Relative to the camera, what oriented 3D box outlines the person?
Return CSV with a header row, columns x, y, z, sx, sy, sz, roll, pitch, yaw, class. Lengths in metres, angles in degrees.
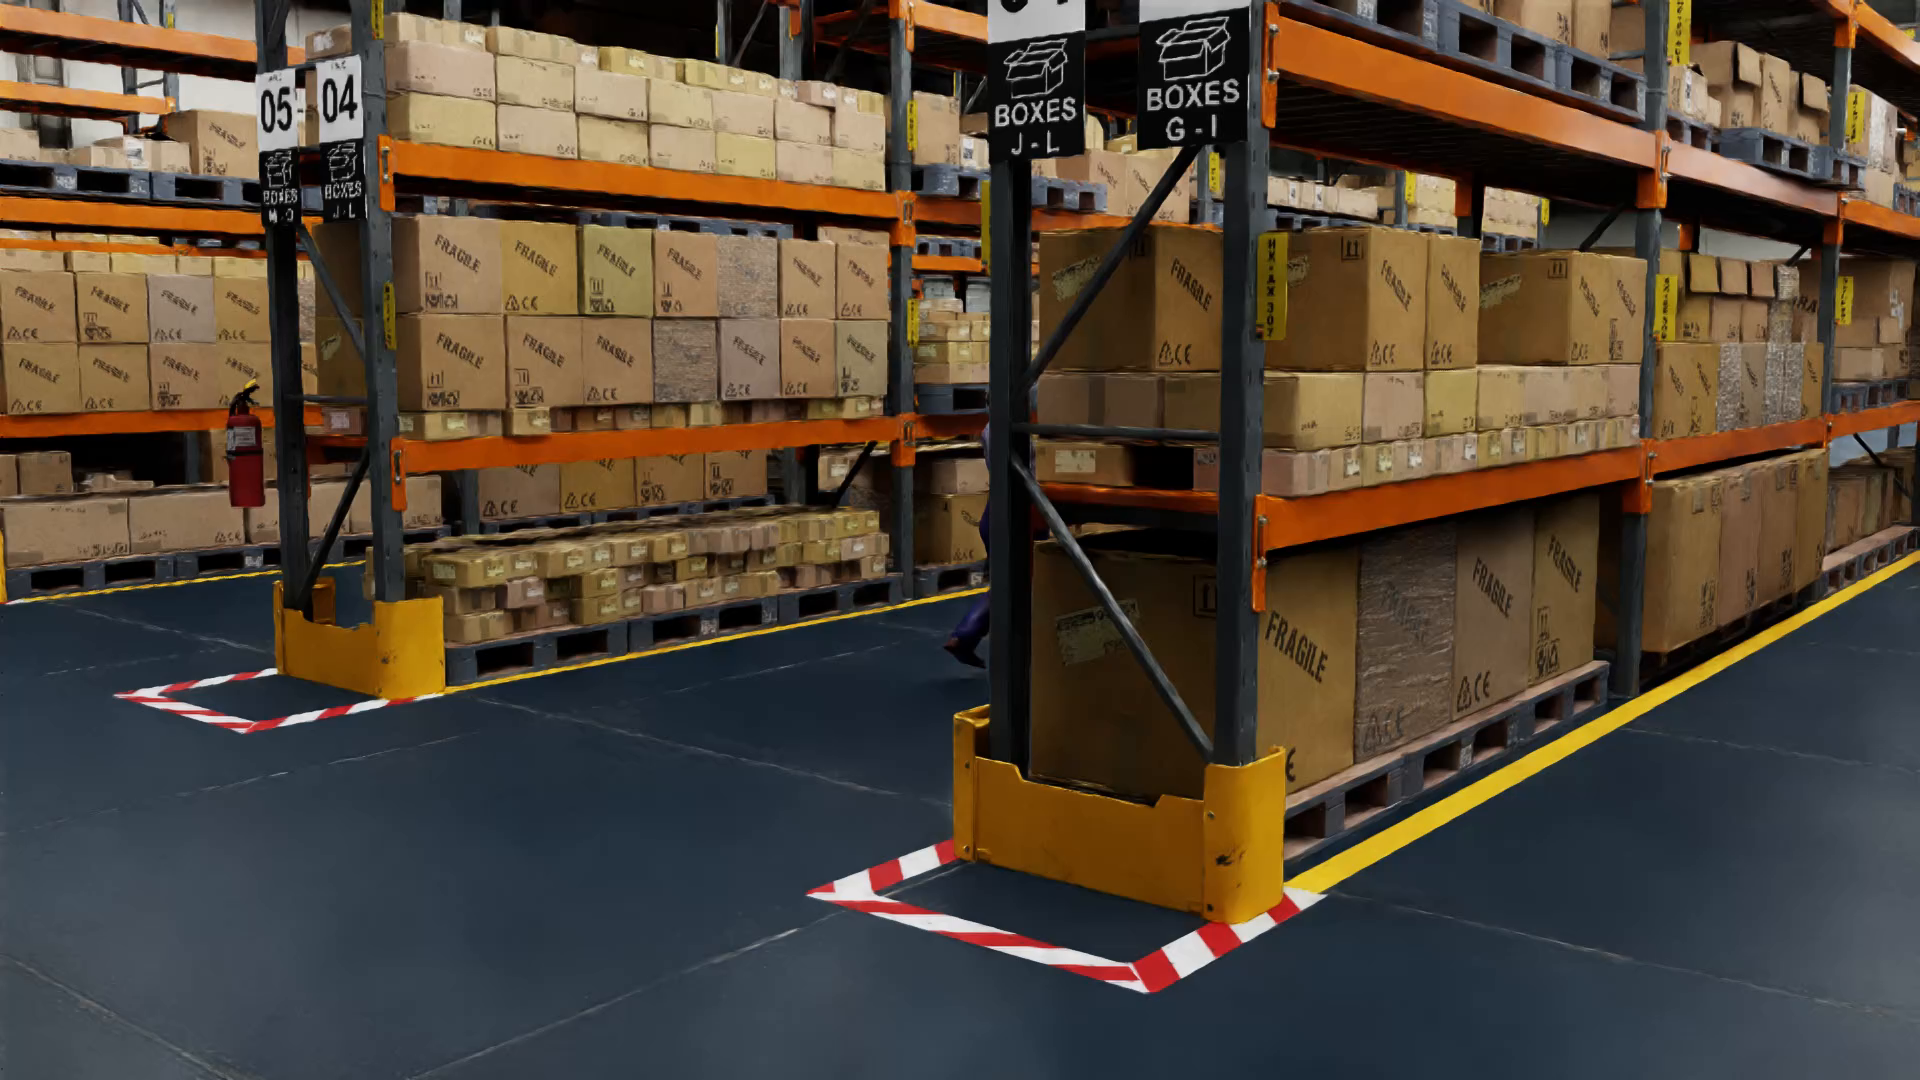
x,y,z,sx,sy,sz,roll,pitch,yaw,class
0.312,-0.049,8.784,0.738,1.607,0.535,-3,7,-22,person
